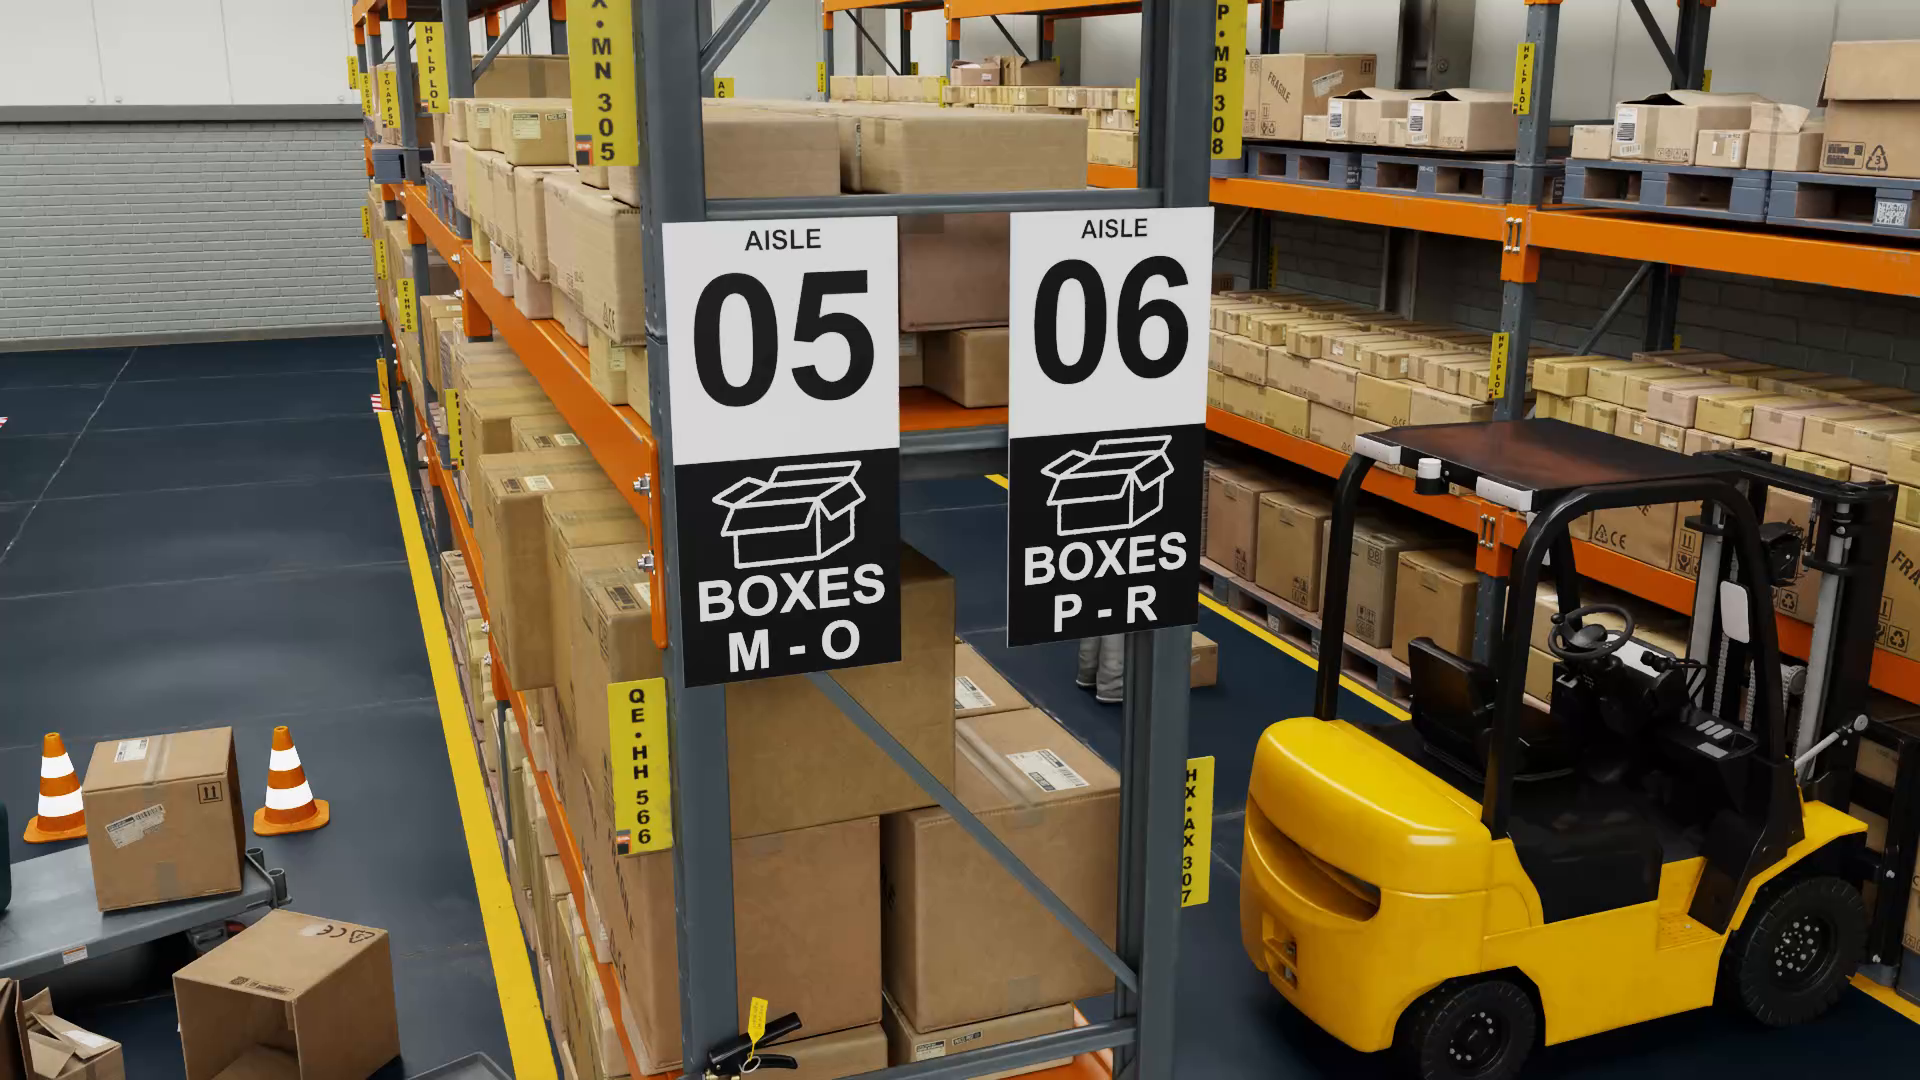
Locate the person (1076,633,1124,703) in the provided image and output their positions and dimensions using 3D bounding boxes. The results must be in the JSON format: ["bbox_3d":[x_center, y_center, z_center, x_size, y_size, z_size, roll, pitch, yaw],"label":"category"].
[{"bbox_3d":[0.864,0.034,9.415,0.392,1.742,0.529,-5,16,-19],"label":"person"}]
